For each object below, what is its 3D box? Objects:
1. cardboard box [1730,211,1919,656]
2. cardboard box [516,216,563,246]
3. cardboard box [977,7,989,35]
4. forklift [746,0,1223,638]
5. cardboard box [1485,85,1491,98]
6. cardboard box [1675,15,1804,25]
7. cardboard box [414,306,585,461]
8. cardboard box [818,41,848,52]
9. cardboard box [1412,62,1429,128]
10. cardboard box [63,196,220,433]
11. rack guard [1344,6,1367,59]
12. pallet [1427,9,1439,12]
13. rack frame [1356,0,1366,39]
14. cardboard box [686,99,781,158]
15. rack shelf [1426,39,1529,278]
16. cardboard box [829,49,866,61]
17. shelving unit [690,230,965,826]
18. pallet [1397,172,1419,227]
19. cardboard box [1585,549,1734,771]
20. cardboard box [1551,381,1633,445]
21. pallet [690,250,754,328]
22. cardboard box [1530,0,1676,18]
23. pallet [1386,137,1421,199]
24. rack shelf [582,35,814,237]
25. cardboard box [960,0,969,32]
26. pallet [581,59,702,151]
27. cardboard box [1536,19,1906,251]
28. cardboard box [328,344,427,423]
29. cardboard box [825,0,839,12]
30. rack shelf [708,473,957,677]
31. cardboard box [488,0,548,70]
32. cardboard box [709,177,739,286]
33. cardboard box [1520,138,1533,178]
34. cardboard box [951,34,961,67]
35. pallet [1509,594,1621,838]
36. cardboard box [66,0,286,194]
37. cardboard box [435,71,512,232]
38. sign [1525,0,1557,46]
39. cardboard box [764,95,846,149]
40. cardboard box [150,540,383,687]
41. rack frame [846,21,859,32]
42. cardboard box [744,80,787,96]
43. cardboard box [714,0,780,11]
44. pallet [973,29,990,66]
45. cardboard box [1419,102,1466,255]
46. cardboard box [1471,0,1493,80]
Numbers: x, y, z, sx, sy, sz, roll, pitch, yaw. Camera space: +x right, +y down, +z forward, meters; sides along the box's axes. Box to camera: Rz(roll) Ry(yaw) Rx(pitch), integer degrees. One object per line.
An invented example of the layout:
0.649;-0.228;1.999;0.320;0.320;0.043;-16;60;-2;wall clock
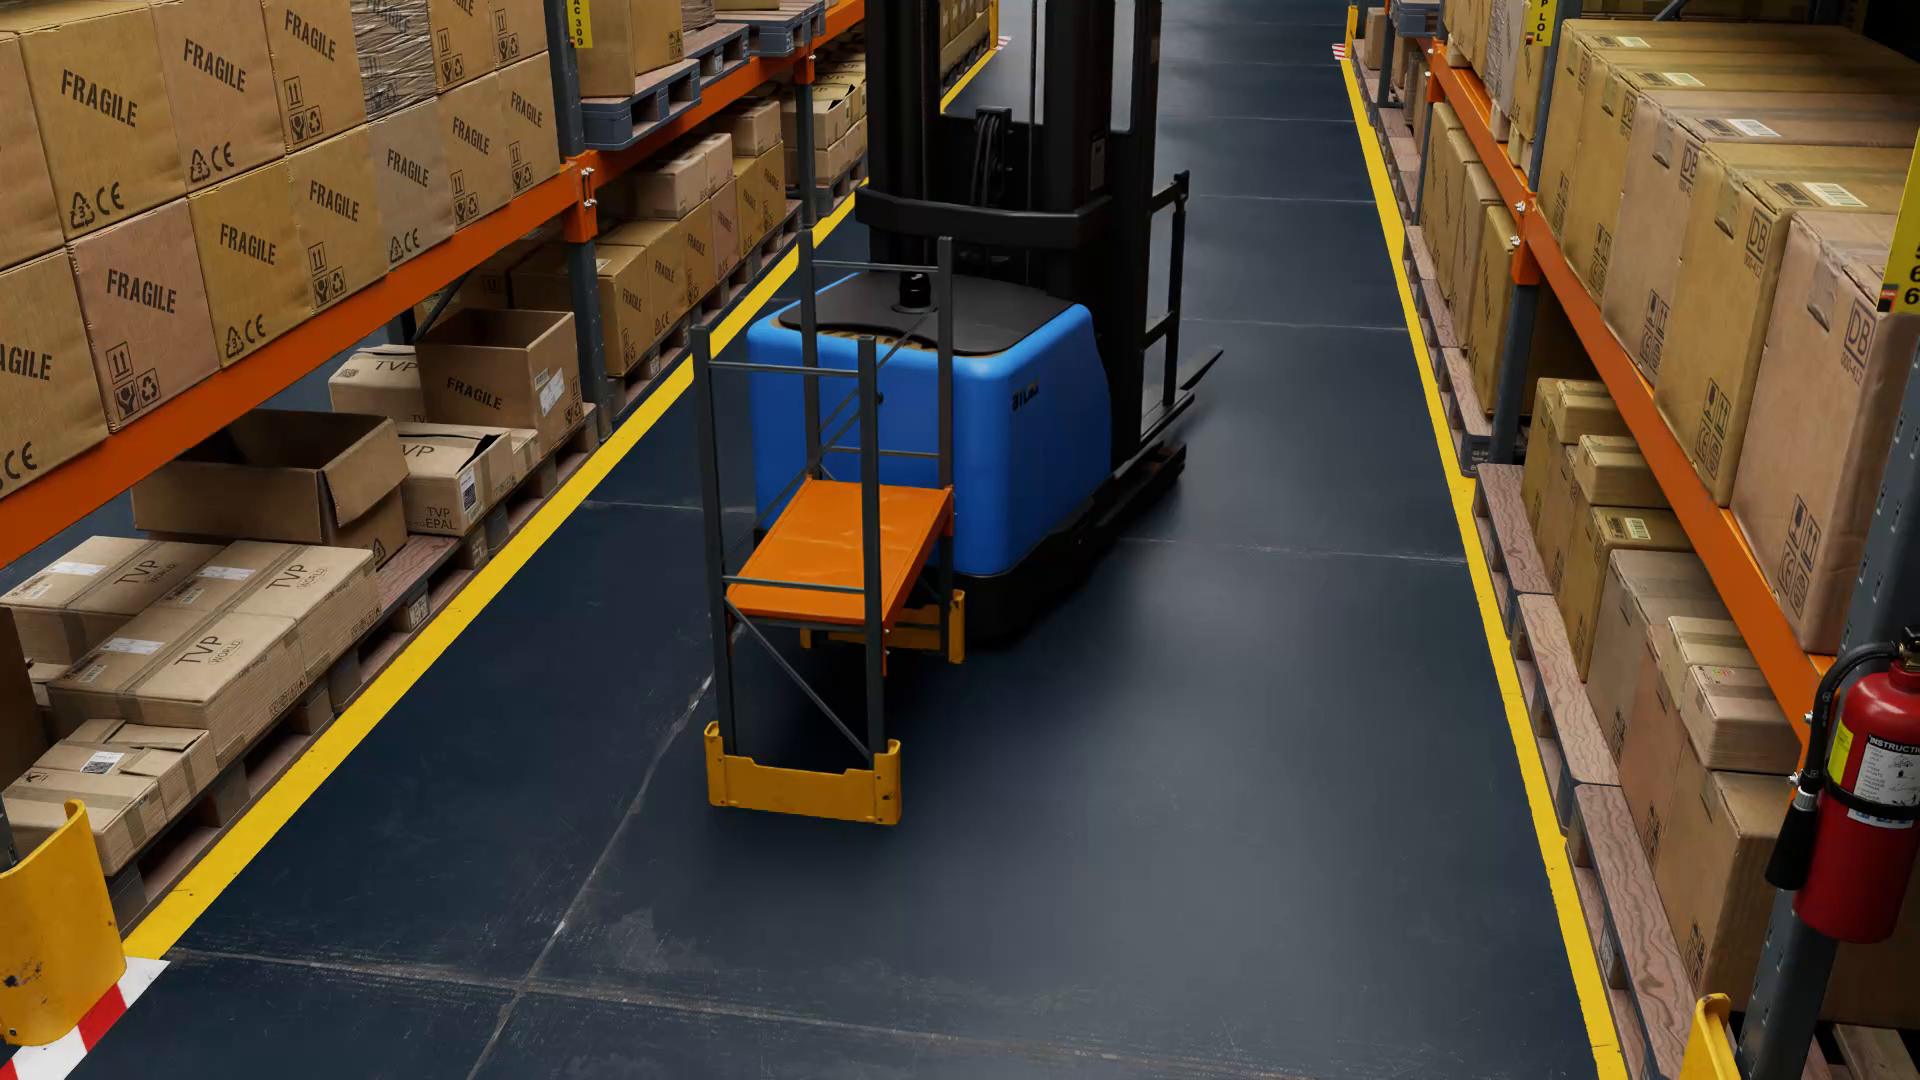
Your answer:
2.175;-0.197;3.279;0.980;0.700;0.700;5;26;11;cardboard box
-2.245;-1.362;8.550;0.500;0.500;0.500;4;25;9;cardboard box
0.033;-5.581;17.883;0.500;0.250;0.500;4;25;9;cardboard box
0.337;-1.575;6.658;1.130;2.935;3.031;12;28;24;forklift
2.887;-2.325;8.451;0.380;0.149;0.250;4;25;9;cardboard box
3.079;-1.884;6.745;0.500;0.500;0.500;3;25;7;cardboard box
-1.946;-0.671;7.075;0.500;0.500;0.500;4;25;9;cardboard box
-1.225;-4.042;13.934;0.500;0.311;0.500;4;25;8;cardboard box
3.924;-3.405;12.915;0.700;0.500;0.500;4;25;7;cardboard box
-2.374;-0.618;4.414;0.500;0.500;0.500;4;25;8;cardboard box
4.704;-5.375;17.644;1.175;0.500;0.348;4;25;9;rack guard
3.692;-3.937;11.849;1.003;0.211;1.213;4;25;9;pallet
4.716;-6.539;17.182;1.000;3.000;0.127;4;25;9;rack frame
-1.405;-2.511;10.120;0.500;0.250;0.500;5;26;11;cardboard box
3.082;-2.031;8.399;1.077;0.370;4.000;4;25;9;rack shelf
-0.771;-3.791;13.397;0.500;0.311;0.500;4;25;8;cardboard box
-0.372;-0.076;5.144;0.587;1.500;1.083;5;26;10;shelving unit
3.538;-2.257;11.323;1.003;0.211;1.213;4;25;9;pallet
2.280;0.375;4.864;0.700;0.500;0.500;3;25;7;cardboard box
2.296;-0.436;5.831;0.380;0.149;0.250;5;26;10;cardboard box
-1.840;-1.454;9.607;1.003;0.211;1.213;4;25;9;pallet
2.579;-2.262;6.668;0.500;0.250;0.500;5;25;10;cardboard box
3.740;-2.766;12.410;1.003;0.211;1.213;4;25;9;pallet
-1.806;-2.373;9.129;1.077;0.370;4.000;4;25;9;rack shelf
-0.197;-5.292;16.381;0.500;0.500;0.500;4;25;9;cardboard box
-1.894;-2.102;7.928;1.003;0.211;1.213;4;25;9;pallet
2.650;-1.431;5.914;0.980;0.700;0.700;4;25;9;cardboard box
-2.414;-0.683;7.324;0.500;0.311;0.500;4;25;9;cardboard box
-1.142;-3.855;11.553;0.500;0.311;0.500;4;25;8;cardboard box
-0.370;0.083;5.228;0.538;0.185;1.000;5;26;10;rack shelf
-1.960;-2.131;6.467;0.500;0.500;0.500;4;25;9;cardboard box
-1.565;-1.758;9.398;0.500;0.500;0.500;3;25;7;cardboard box
2.531;-1.577;6.853;0.380;0.149;0.250;4;25;9;cardboard box
-0.277;-4.743;16.093;0.500;0.250;0.500;4;25;9;cardboard box
2.357;0.567;5.290;1.003;0.211;1.213;4;25;9;pallet
-2.289;-1.283;4.655;0.500;0.500;0.500;4;25;9;cardboard box
-2.044;-1.465;6.223;0.500;0.500;0.500;5;25;10;cardboard box
2.218;-2.042;6.303;0.100;0.325;0.005;4;25;9;sign
-1.103;-2.933;11.563;0.500;0.311;0.500;5;26;10;cardboard box
-2.254;0.231;5.443;0.500;0.250;0.500;4;25;9;cardboard box
-0.825;-5.208;14.338;1.000;3.000;0.127;4;25;9;rack frame
-1.558;-3.188;12.109;0.500;0.311;0.500;4;25;8;cardboard box
-1.470;-3.499;10.074;0.700;0.500;0.500;-4;25;-9;cardboard box
-0.255;-5.295;17.814;1.003;0.211;1.213;4;25;9;pallet
3.159;-2.111;9.763;0.750;0.750;0.750;4;25;8;cardboard box
2.823;-2.553;8.173;0.500;0.500;0.500;5;25;10;cardboard box
